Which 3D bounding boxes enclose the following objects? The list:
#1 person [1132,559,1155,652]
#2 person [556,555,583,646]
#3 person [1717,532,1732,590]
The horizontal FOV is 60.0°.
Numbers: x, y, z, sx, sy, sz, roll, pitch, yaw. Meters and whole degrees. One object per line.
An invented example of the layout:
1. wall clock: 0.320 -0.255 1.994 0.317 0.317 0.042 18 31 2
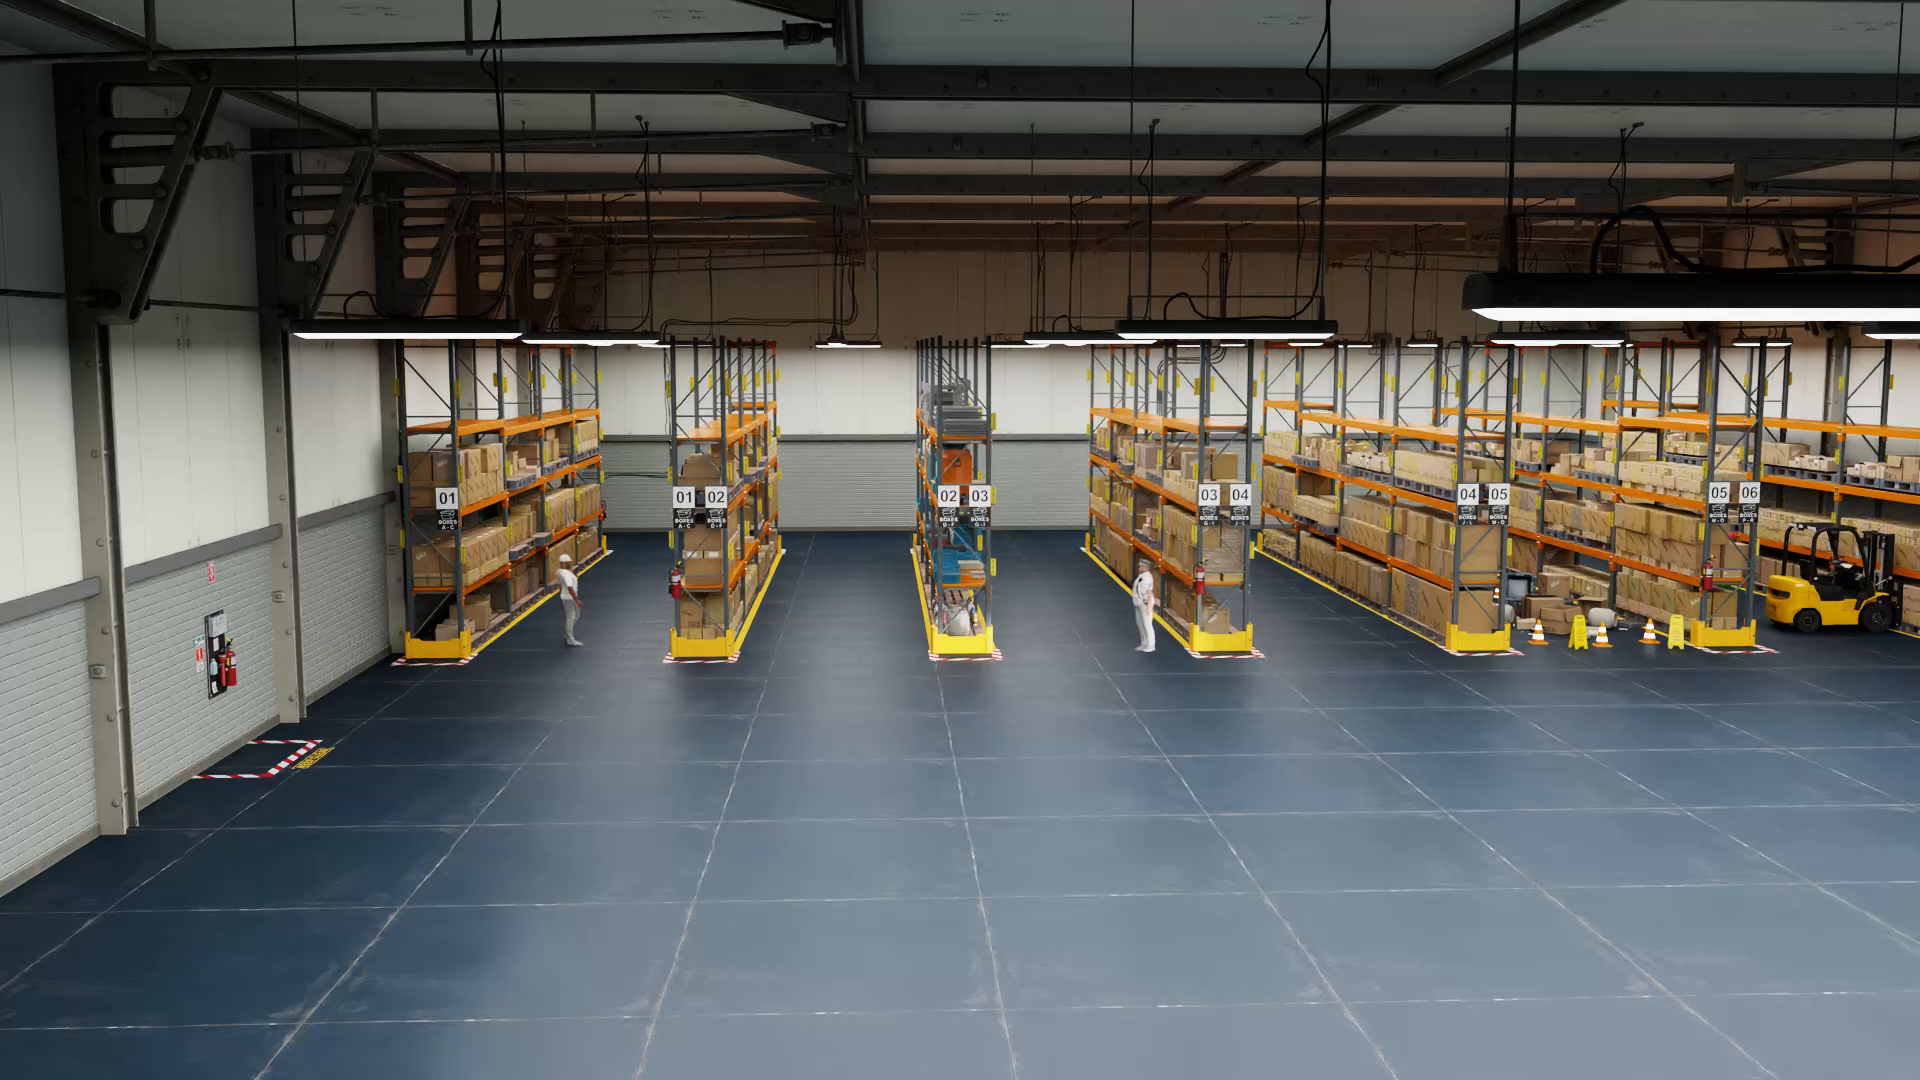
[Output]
1. person: 3.515 1.257 31.753 0.416 1.808 0.655 -2 7 -14
2. person: -7.622 1.172 32.503 0.535 1.804 0.672 -1 7 -5
3. person: 16.790 0.665 36.507 0.597 1.733 0.387 -6 9 -43
